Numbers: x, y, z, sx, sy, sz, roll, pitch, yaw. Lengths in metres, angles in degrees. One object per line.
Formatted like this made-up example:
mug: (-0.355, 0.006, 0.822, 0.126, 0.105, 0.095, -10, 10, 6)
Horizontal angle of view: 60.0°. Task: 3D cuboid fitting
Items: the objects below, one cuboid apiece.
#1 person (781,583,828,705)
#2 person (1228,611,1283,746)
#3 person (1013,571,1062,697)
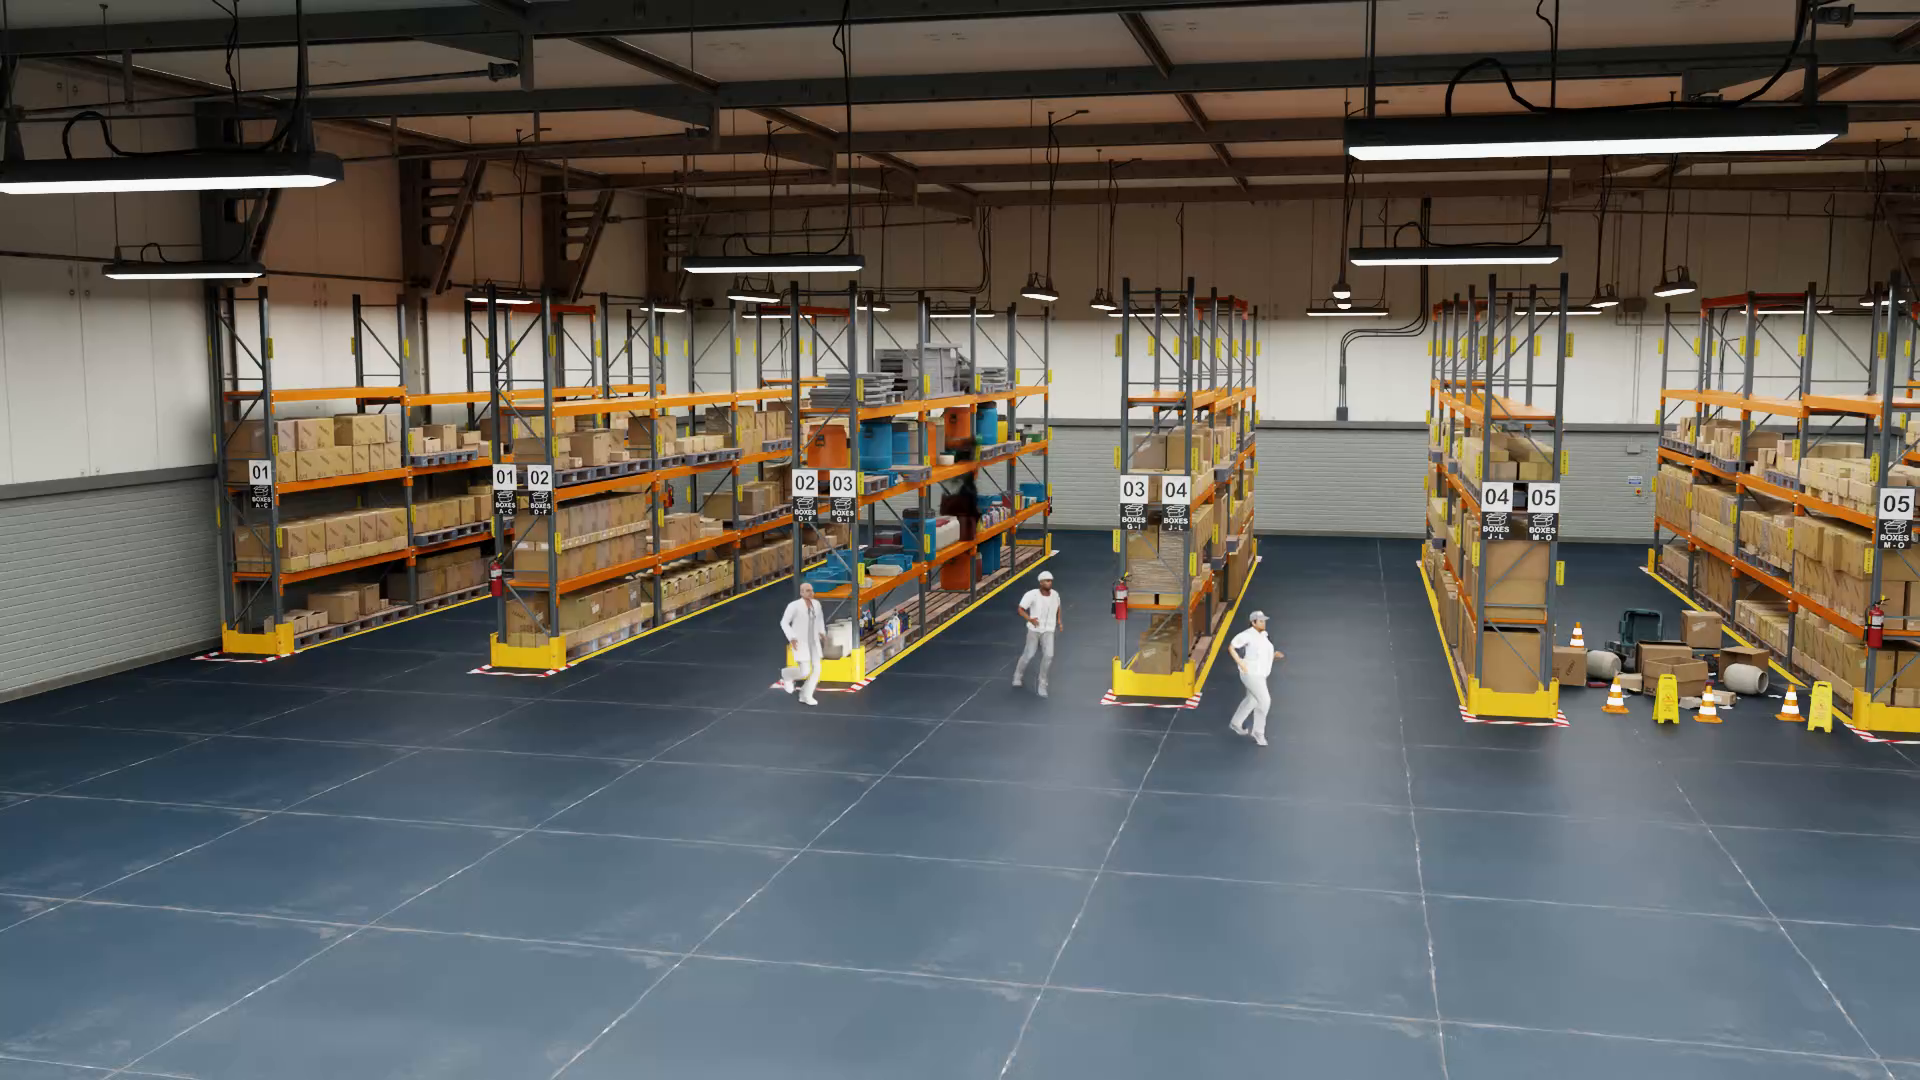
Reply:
person: (-2.228, 1.451, 23.556, 0.704, 1.727, 0.675, -5, 8, -39)
person: (3.762, 1.757, 21.248, 0.752, 1.728, 0.584, 5, 8, 38)
person: (1.200, 1.347, 24.337, 0.758, 1.785, 0.835, -2, 7, -19)
